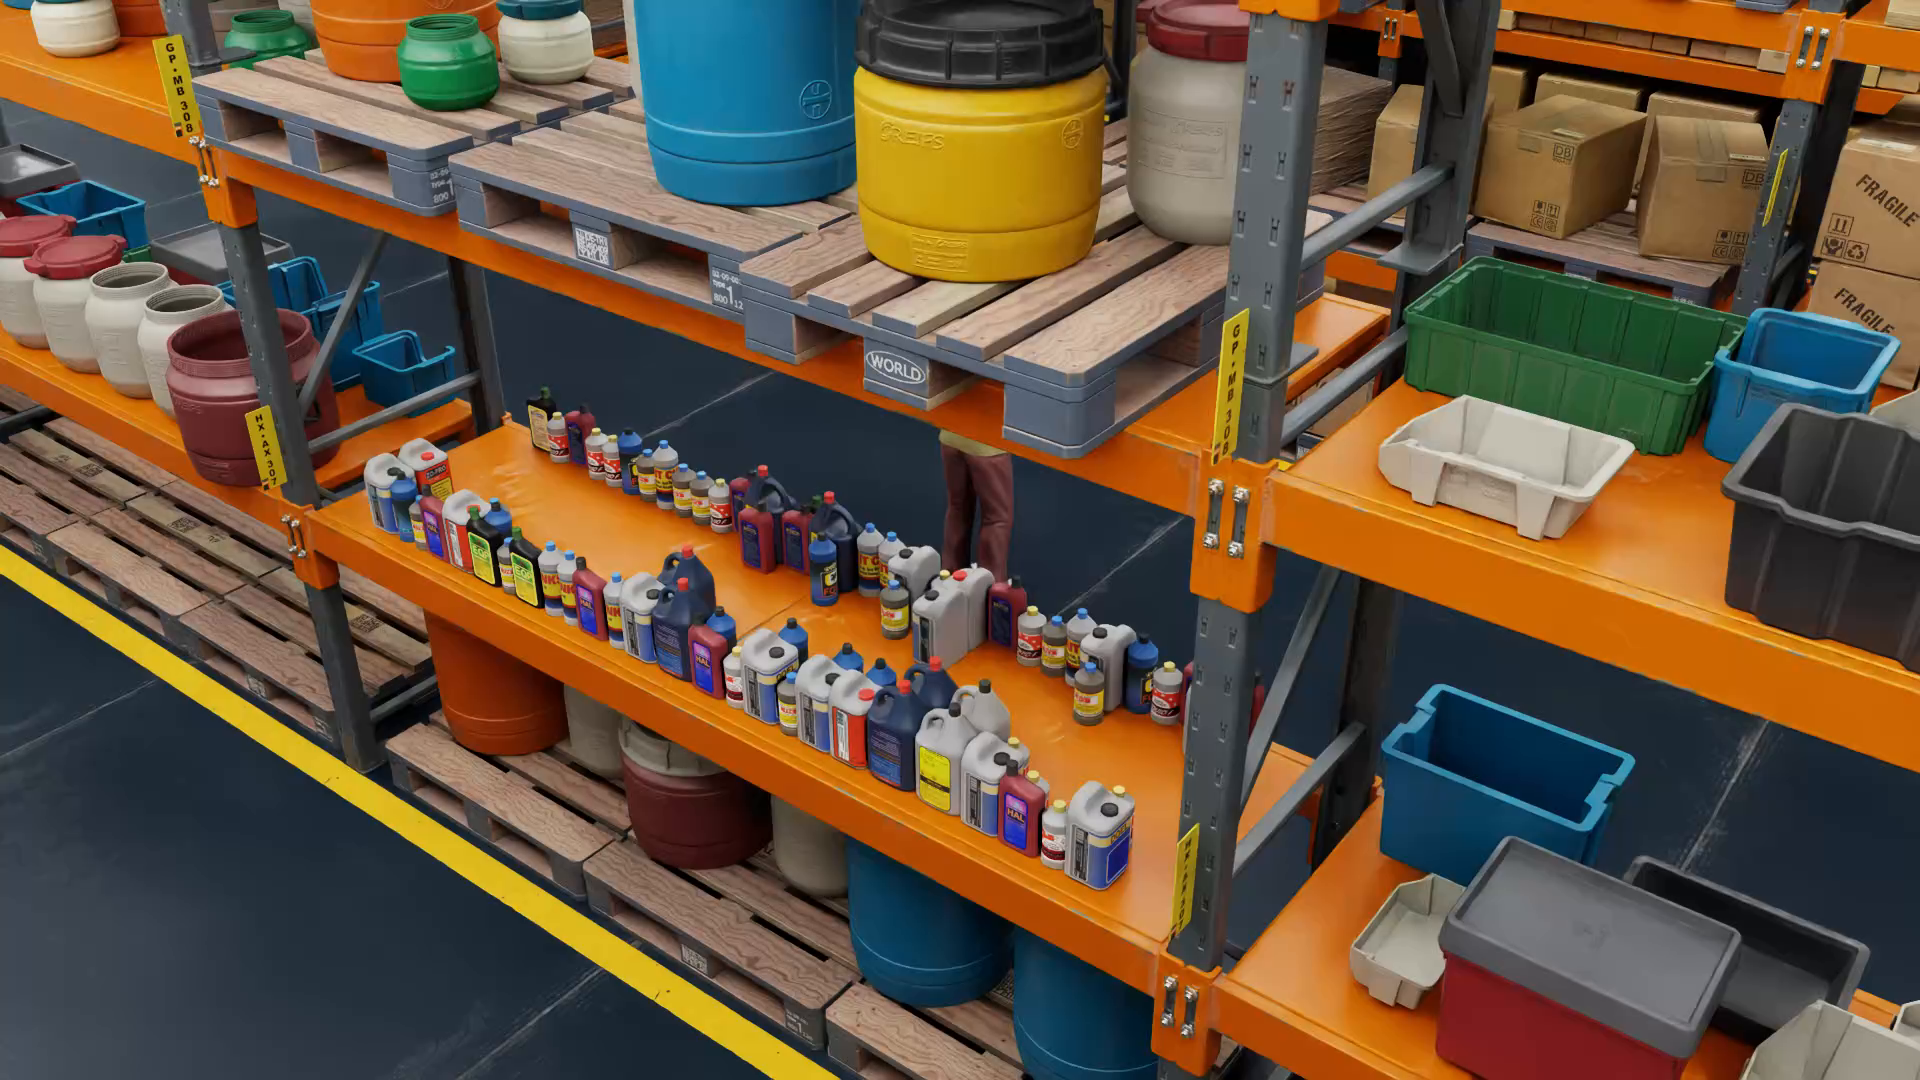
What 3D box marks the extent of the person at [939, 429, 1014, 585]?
[{"bbox_3d":[0.108,-0.463,7.914,0.428,1.663,0.558,21,37,31],"label":"person"}]
